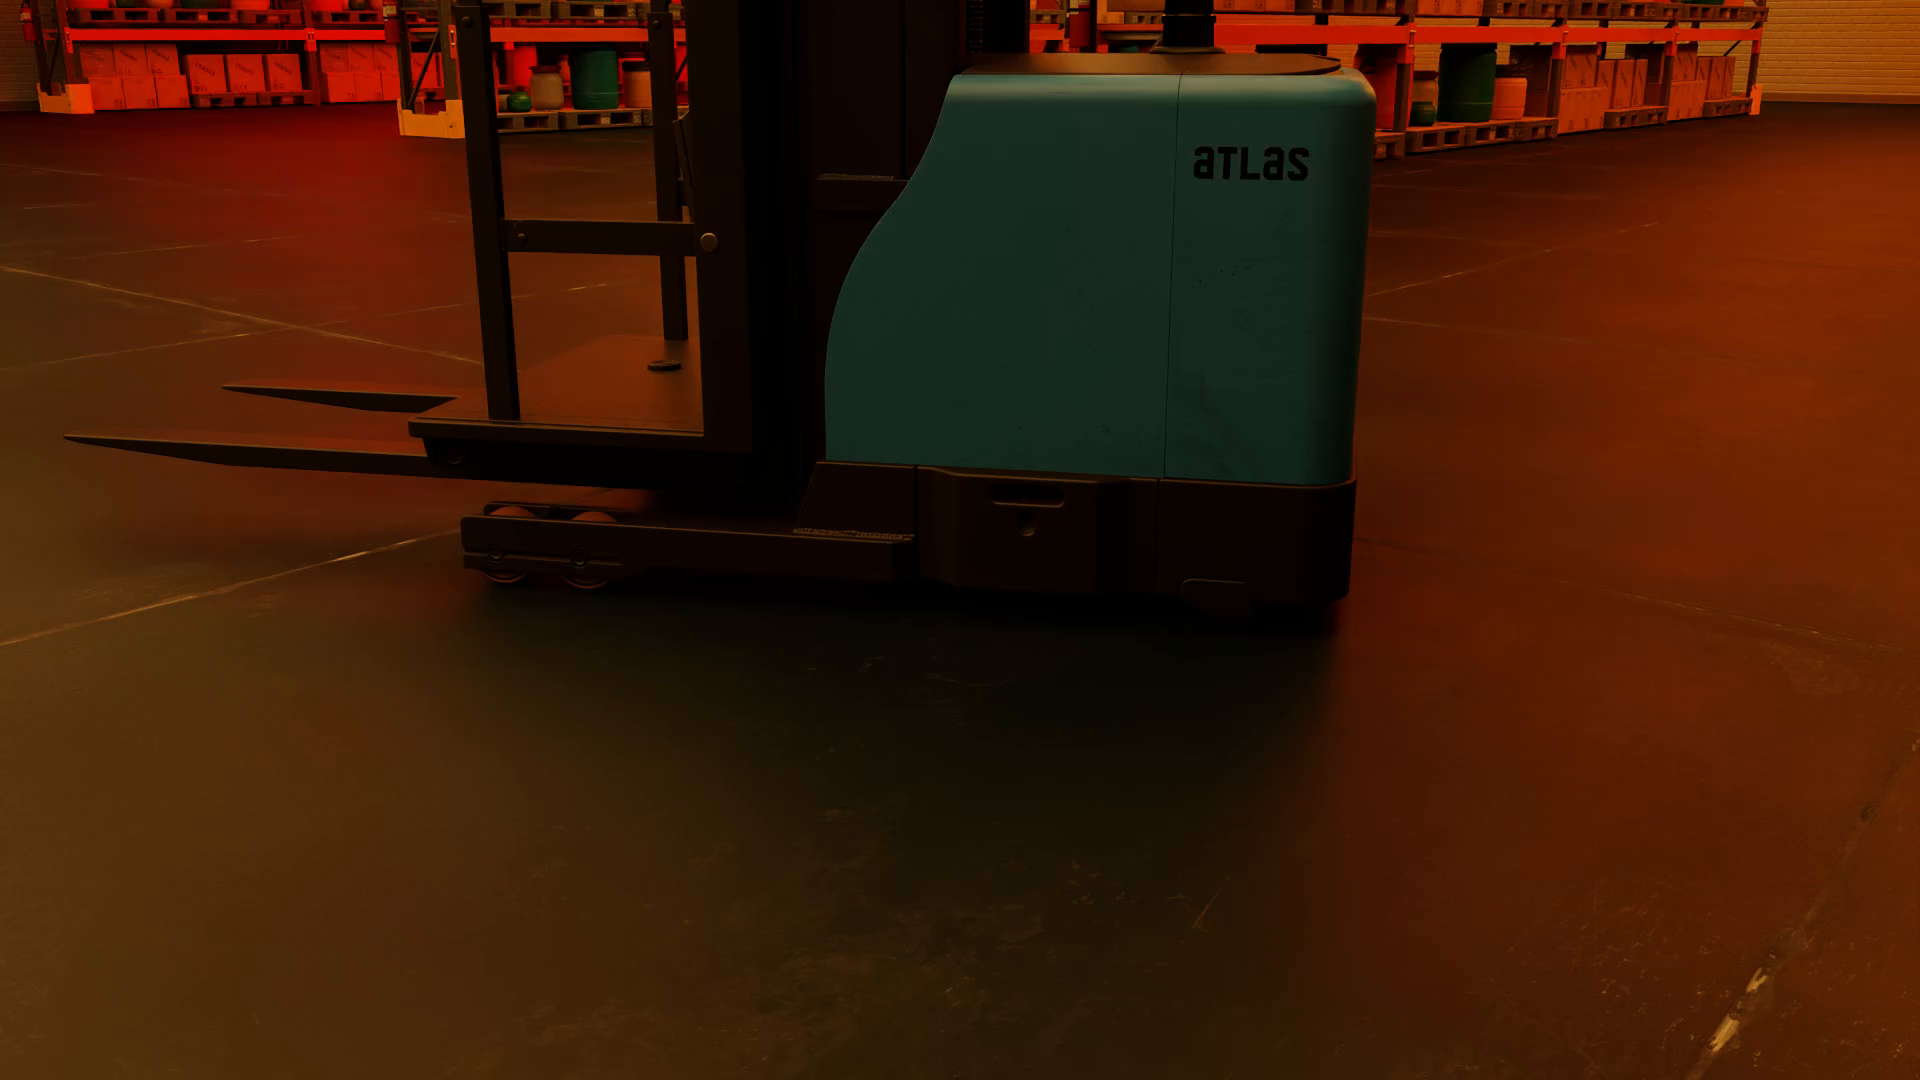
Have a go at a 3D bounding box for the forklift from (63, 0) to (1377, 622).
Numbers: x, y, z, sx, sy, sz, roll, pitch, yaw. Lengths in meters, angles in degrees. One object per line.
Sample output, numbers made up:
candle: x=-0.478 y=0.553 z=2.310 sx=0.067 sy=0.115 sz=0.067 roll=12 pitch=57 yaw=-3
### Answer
forklift: x=-0.610 y=-1.441 z=3.642 sx=3.031 sy=2.935 sz=1.130 roll=4 pitch=17 yaw=12
